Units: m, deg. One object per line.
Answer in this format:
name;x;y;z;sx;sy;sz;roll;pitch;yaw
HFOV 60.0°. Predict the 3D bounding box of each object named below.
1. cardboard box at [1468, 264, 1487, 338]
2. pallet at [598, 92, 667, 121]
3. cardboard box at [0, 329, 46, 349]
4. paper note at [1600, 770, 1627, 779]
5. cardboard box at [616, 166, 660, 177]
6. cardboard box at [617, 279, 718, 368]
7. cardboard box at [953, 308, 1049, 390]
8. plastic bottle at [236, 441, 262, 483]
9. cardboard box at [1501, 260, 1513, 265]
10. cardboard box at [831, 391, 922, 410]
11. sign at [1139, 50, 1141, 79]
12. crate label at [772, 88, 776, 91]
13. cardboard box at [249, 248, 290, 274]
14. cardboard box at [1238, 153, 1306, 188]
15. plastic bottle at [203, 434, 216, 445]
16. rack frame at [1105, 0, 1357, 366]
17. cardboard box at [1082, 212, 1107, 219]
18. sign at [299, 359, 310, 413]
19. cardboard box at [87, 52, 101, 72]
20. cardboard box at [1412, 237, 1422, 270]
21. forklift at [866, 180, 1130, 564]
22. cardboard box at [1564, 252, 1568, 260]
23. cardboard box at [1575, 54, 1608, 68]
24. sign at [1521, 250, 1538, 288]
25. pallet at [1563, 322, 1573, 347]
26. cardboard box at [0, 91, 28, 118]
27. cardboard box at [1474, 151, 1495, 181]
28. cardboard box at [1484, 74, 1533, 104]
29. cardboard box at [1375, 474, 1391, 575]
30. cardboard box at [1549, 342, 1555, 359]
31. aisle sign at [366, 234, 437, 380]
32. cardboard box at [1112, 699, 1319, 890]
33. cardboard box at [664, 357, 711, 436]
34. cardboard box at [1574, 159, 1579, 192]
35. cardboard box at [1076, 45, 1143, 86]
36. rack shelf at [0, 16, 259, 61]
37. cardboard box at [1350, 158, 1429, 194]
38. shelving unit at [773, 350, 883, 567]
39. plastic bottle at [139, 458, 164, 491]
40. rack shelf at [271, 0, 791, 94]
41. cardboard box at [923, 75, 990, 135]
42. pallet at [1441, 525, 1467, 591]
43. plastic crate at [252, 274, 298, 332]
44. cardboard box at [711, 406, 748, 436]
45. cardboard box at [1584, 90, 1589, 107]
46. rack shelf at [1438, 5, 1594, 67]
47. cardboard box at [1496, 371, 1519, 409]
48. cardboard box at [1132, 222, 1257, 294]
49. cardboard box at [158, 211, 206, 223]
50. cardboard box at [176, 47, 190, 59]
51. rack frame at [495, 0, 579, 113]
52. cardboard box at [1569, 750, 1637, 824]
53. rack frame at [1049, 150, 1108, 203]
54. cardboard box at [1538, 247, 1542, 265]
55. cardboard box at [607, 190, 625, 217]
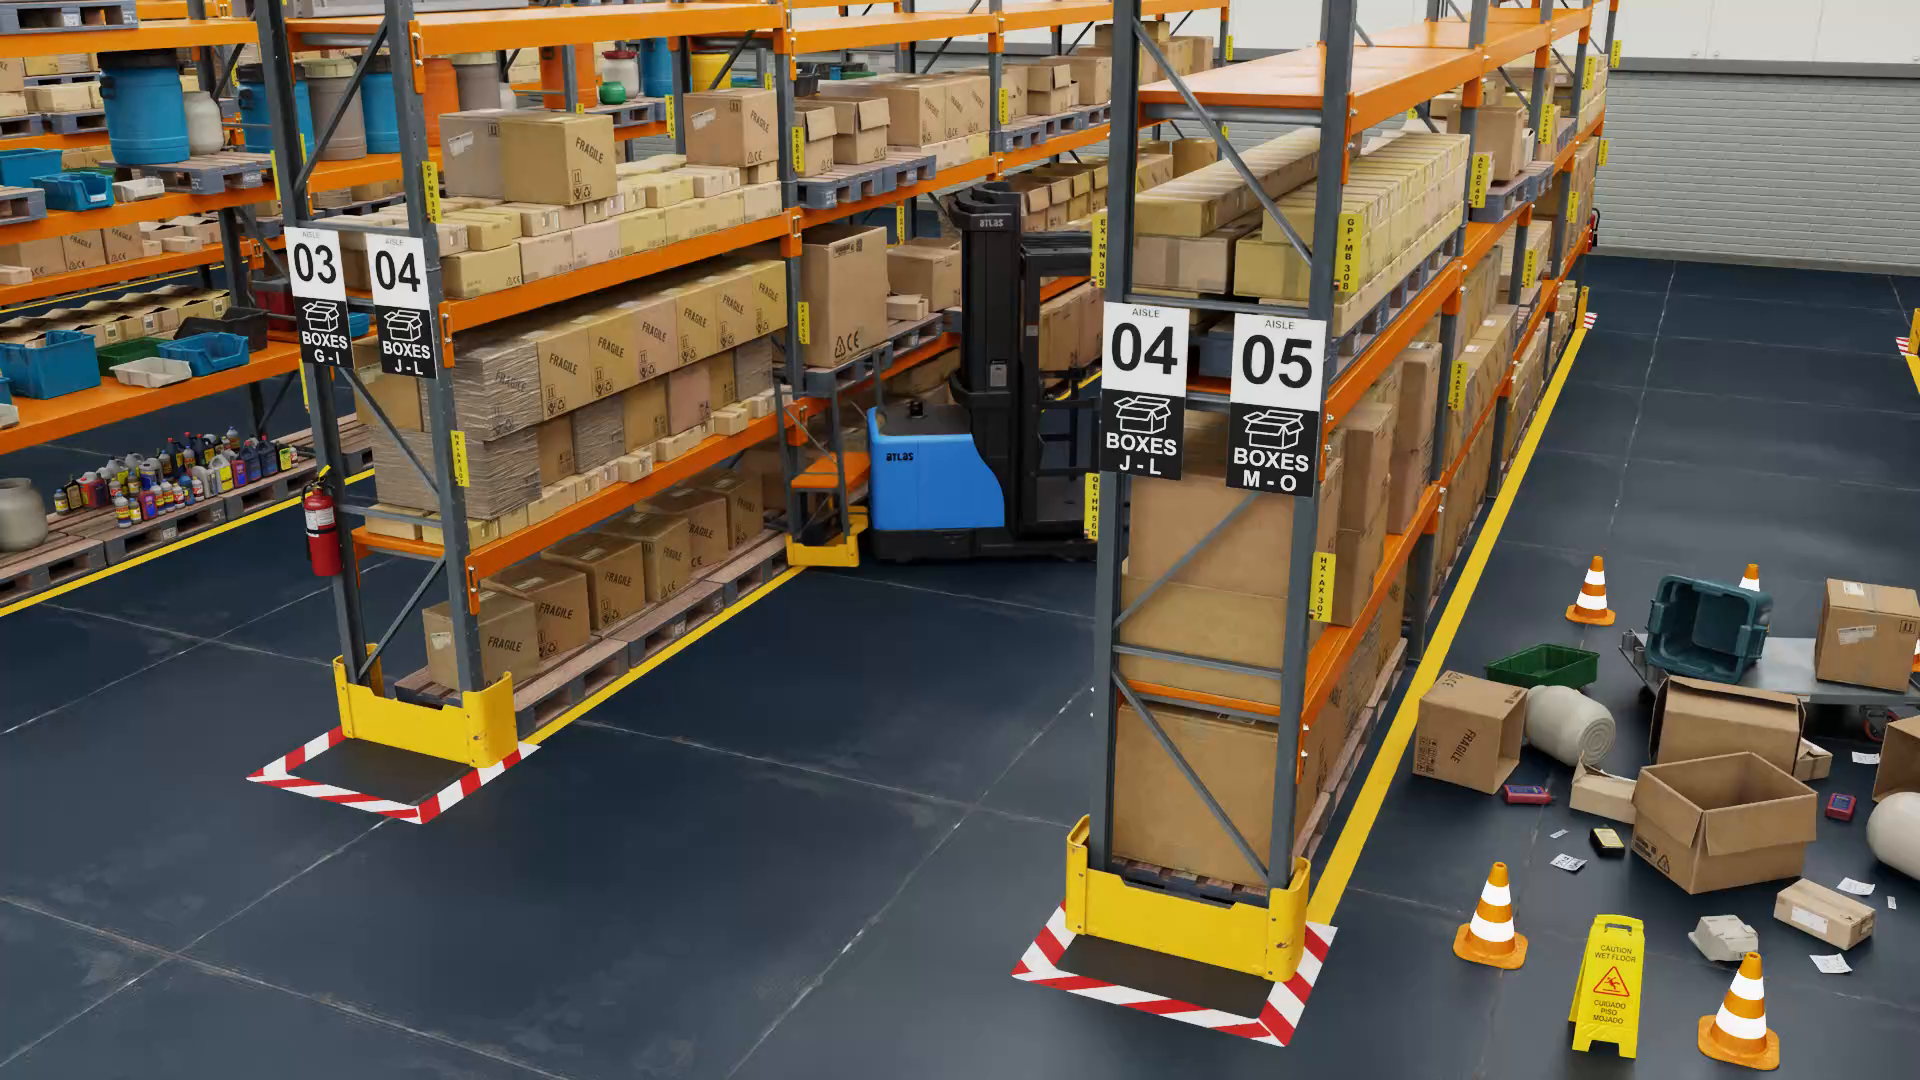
cardboard box;3.796;-1.937;13.297;0.700;0.500;0.500;8;21;22
pallet;-3.655;-5.204;19.932;1.003;0.211;1.213;9;21;23
cardboard box;-10.149;-2.127;18.112;0.500;0.311;0.500;8;21;22
paper note;3.878;1.425;9.927;0.172;0.023;0.155;18;26;41
cardboard box;-2.372;-2.577;11.890;0.380;0.149;0.250;9;22;24
cardboard box;-2.061;-1.532;11.716;0.500;0.500;0.500;9;21;23
cardboard box;0.221;-1.983;17.612;1.225;0.875;0.875;8;21;20
plastic bottle;-6.317;-0.699;14.754;0.144;0.351;0.185;7;21;20
cardboard box;4.981;-2.498;15.376;0.380;0.149;0.250;8;21;22
cardboard box;-0.778;-1.054;15.531;0.700;0.500;0.500;11;22;27
sign;2.056;-5.534;19.336;0.100;0.325;0.005;9;21;23
crate label;-2.498;-5.879;21.941;0.293;0.136;0.466;9;21;23
cardboard box;-8.929;-3.657;21.730;0.500;0.250;0.500;9;22;25
cardboard box;1.683;-2.029;9.131;0.380;0.149;0.250;8;21;22
plastic bottle;-6.875;-0.819;15.203;0.152;0.276;0.135;9;22;25
rack frame;1.127;-2.247;6.858;1.000;3.000;0.127;9;21;23
cardboard box;1.406;-3.517;19.232;0.500;0.500;0.500;9;22;24
sign;-3.855;-0.909;9.849;0.100;0.325;0.005;9;21;23
cardboard box;-12.629;-7.074;24.102;0.700;0.500;0.500;8;21;22
cardboard box;2.283;-1.562;9.006;0.380;0.149;0.250;8;21;23
forklift;0.756;-1.382;13.480;3.031;2.935;1.130;-2;20;-5
cardboard box;6.834;-3.341;19.261;0.380;0.149;0.250;9;21;24
cardboard box;7.811;-5.936;20.590;0.380;0.149;0.250;8;21;22
sign;4.910;-2.337;14.335;0.100;0.325;0.005;9;21;23
pallet;7.283;-2.731;21.334;1.003;0.211;1.213;9;21;23
cardboard box;-10.272;-4.611;17.579;0.500;0.250;0.500;6;21;17
cardboard box;3.724;-2.781;12.261;0.396;0.266;0.258;9;21;23
cardboard box;5.288;-4.295;16.311;0.797;0.503;0.637;8;21;22
cardboard box;1.966;-0.104;9.561;0.875;0.550;0.500;9;21;23
cardboard box;6.481;-2.151;18.724;0.380;0.149;0.250;10;22;25
aisle sign;-3.109;-1.297;9.260;0.394;0.787;0.004;9;21;23
cardboard box;1.344;1.166;8.758;0.875;0.875;0.875;9;21;23
cardboard box;-2.309;-1.099;11.988;0.875;0.500;0.500;9;21;23
cardboard box;6.646;-4.013;18.690;0.500;0.500;0.500;8;21;21
cardboard box;1.823;-5.753;20.268;0.700;0.500;0.500;7;21;20
rack shelf;-7.057;-3.722;12.677;1.077;0.370;4.000;9;21;23
cardboard box;2.284;-1.939;8.878;0.380;0.149;0.250;9;21;23
shelving unit;-0.995;-0.677;13.383;0.587;1.500;1.083;1;19;16
plastic bottle;-7.053;-0.569;14.499;0.152;0.276;0.135;9;21;23
rack shelf;-2.538;-3.230;10.699;1.077;0.370;4.000;9;21;23
cardboard box;-0.048;-4.094;15.631;0.500;0.500;0.500;9;22;24
pallet;3.510;0.050;13.514;1.003;0.211;1.213;9;21;23
plastic crate;-6.318;-2.255;15.737;0.402;0.464;0.583;9;21;23
cardboard box;-1.808;-0.896;12.386;0.380;0.149;0.250;9;21;23
cardboard box;6.665;-4.933;18.365;0.500;0.250;0.500;8;21;22
rack shelf;5.222;-4.777;15.642;1.077;0.370;4.000;9;21;23
cardboard box;4.906;-1.417;15.462;0.500;0.250;0.500;8;21;20
cardboard box;1.072;-1.337;7.778;0.500;0.250;0.500;9;21;23
cardboard box;-12.148;-4.808;25.593;0.750;0.750;0.750;9;21;23
cardboard box;-11.934;-7.669;26.027;0.500;0.250;0.500;9;21;23
rack frame;-4.600;-6.084;17.647;1.000;3.000;0.127;9;21;23
cardboard box;3.741;1.423;9.572;0.396;0.266;0.258;13;23;32
rack frame;1.557;-3.801;20.179;1.000;3.000;0.127;9;21;23
cardboard box;5.739;-2.920;17.006;0.380;0.149;0.250;8;21;21
cardboard box;-2.410;-2.191;10.805;0.380;0.149;0.250;8;21;22
